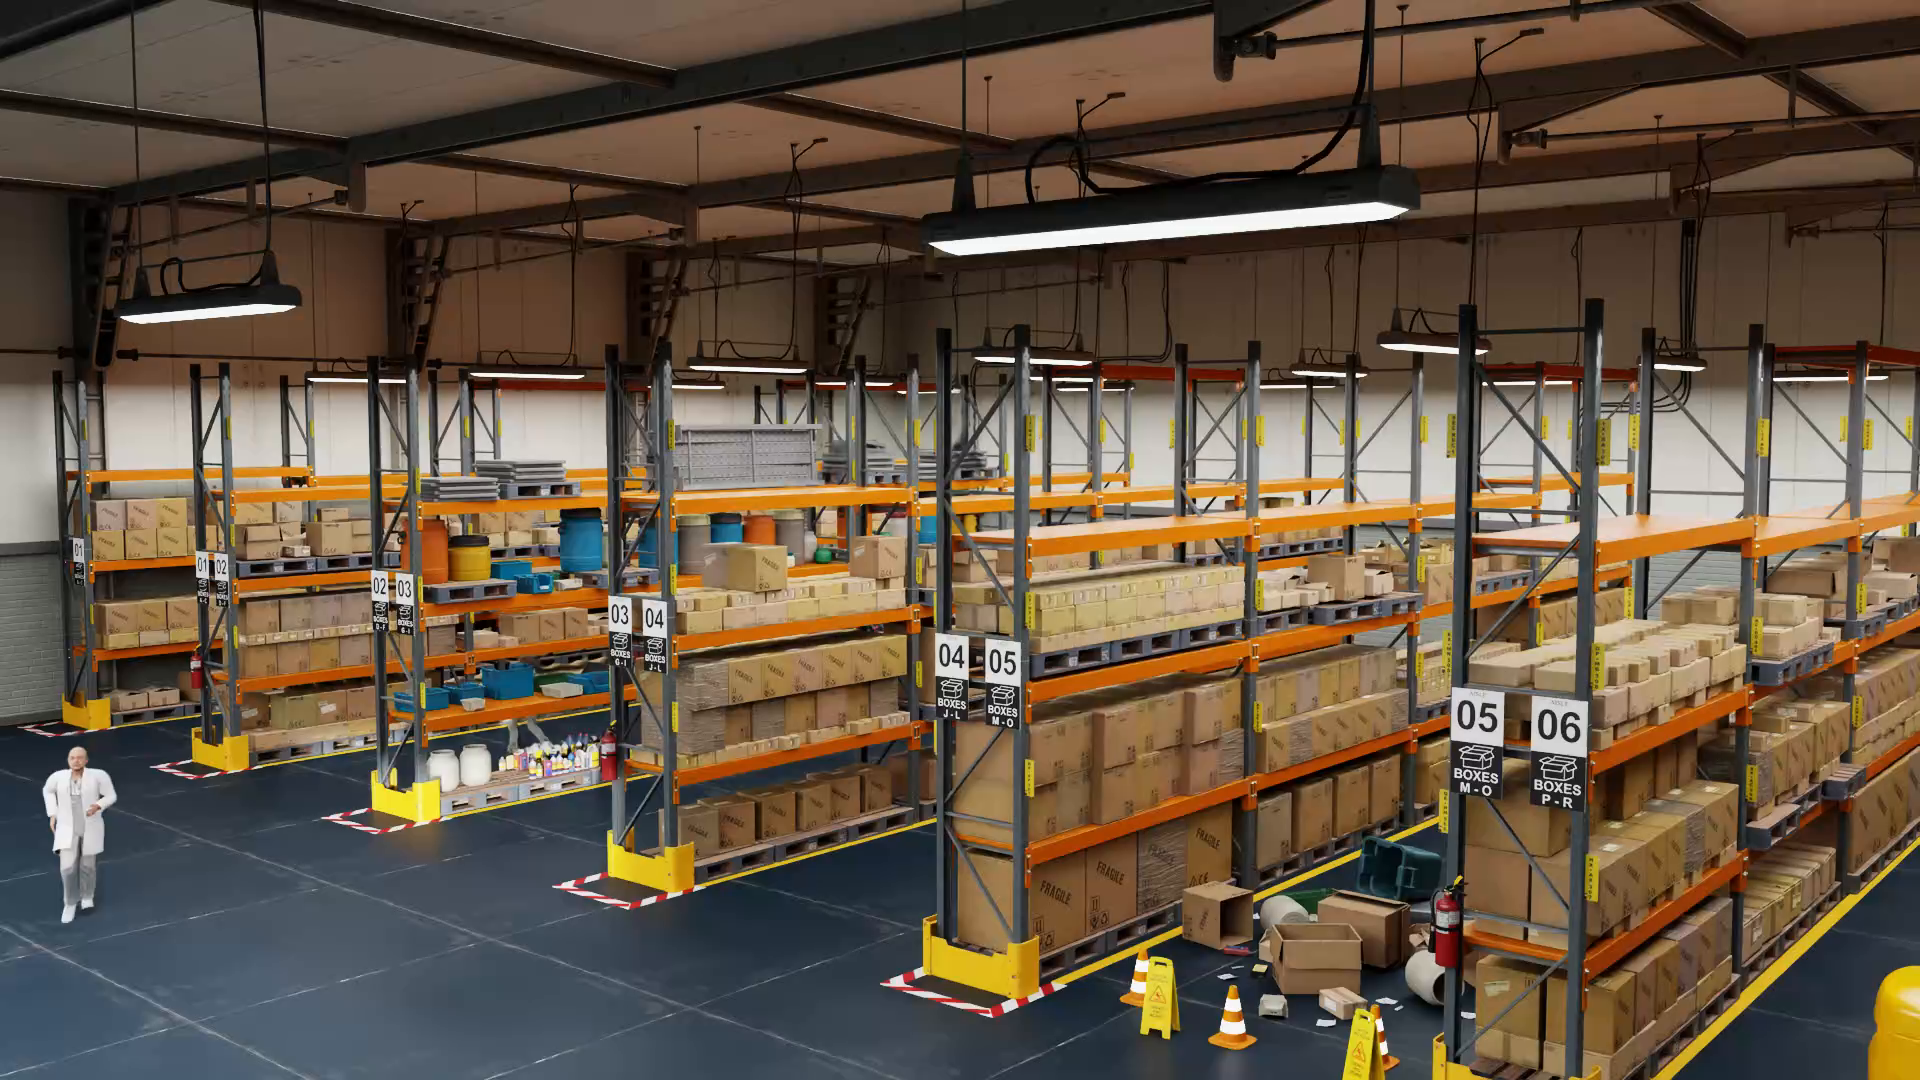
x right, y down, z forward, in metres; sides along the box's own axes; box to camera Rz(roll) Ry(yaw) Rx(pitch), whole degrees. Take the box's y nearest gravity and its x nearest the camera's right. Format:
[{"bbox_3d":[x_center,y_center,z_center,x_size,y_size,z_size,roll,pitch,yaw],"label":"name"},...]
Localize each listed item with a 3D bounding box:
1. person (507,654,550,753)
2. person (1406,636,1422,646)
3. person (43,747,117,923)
[{"bbox_3d":[-6.575,2.537,25.159,0.499,1.632,0.759,3,5,39],"label":"person"},{"bbox_3d":[7.199,2.391,26.389,0.669,1.758,0.670,-4,6,-43],"label":"person"},{"bbox_3d":[-9.131,3.049,17.268,0.693,1.822,0.808,-2,5,-25],"label":"person"}]
